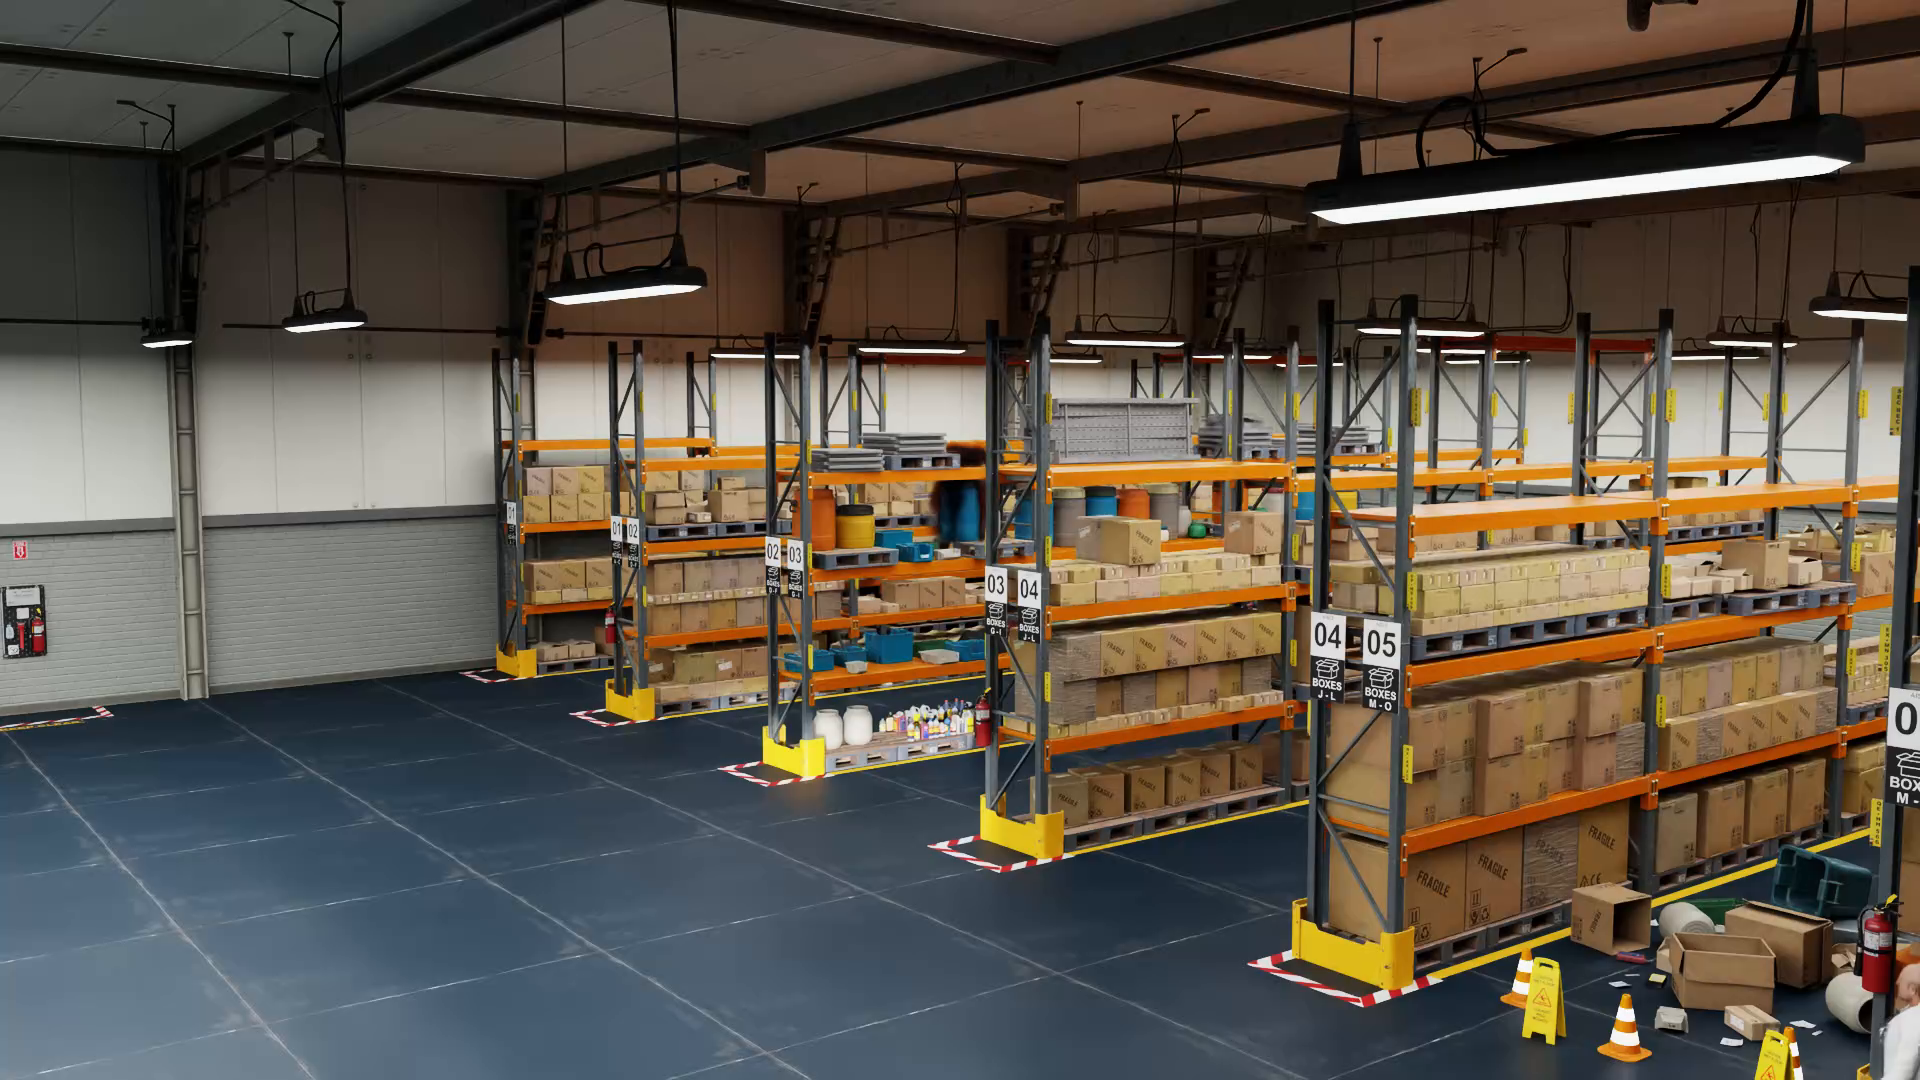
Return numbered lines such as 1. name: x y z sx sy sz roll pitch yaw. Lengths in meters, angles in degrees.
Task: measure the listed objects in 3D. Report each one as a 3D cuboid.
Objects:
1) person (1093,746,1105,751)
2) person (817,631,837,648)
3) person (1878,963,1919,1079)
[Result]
1. person: 2.096 2.203 24.221 0.555 1.638 0.930 4 6 35
2. person: -2.739 1.420 32.473 0.550 1.738 1.008 5 7 43
3. person: 5.750 3.417 10.047 1.147 1.738 0.540 2 6 26
